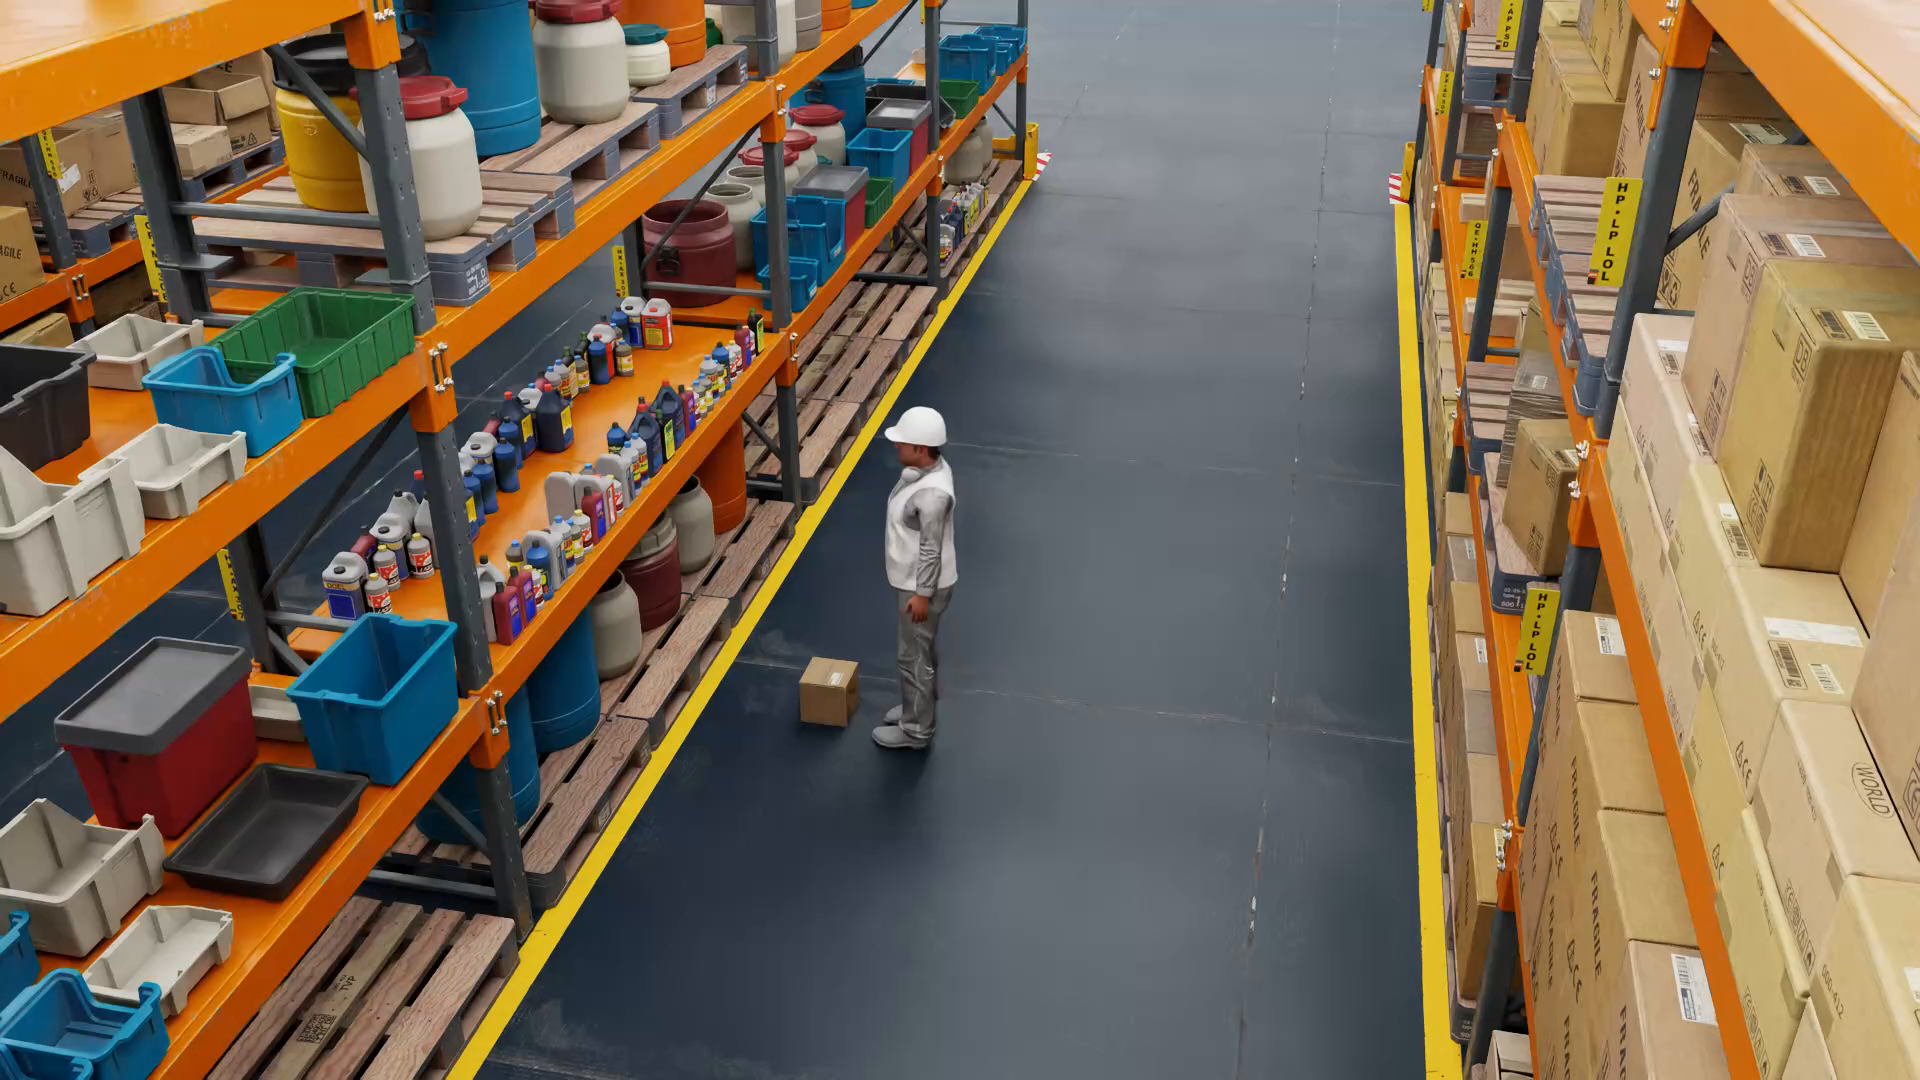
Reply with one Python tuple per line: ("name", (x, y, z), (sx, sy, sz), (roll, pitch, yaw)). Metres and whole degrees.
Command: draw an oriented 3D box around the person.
("person", (-0.239, 0.170, 8.257), (0.445, 1.782, 0.555), (-2, 29, -3))
